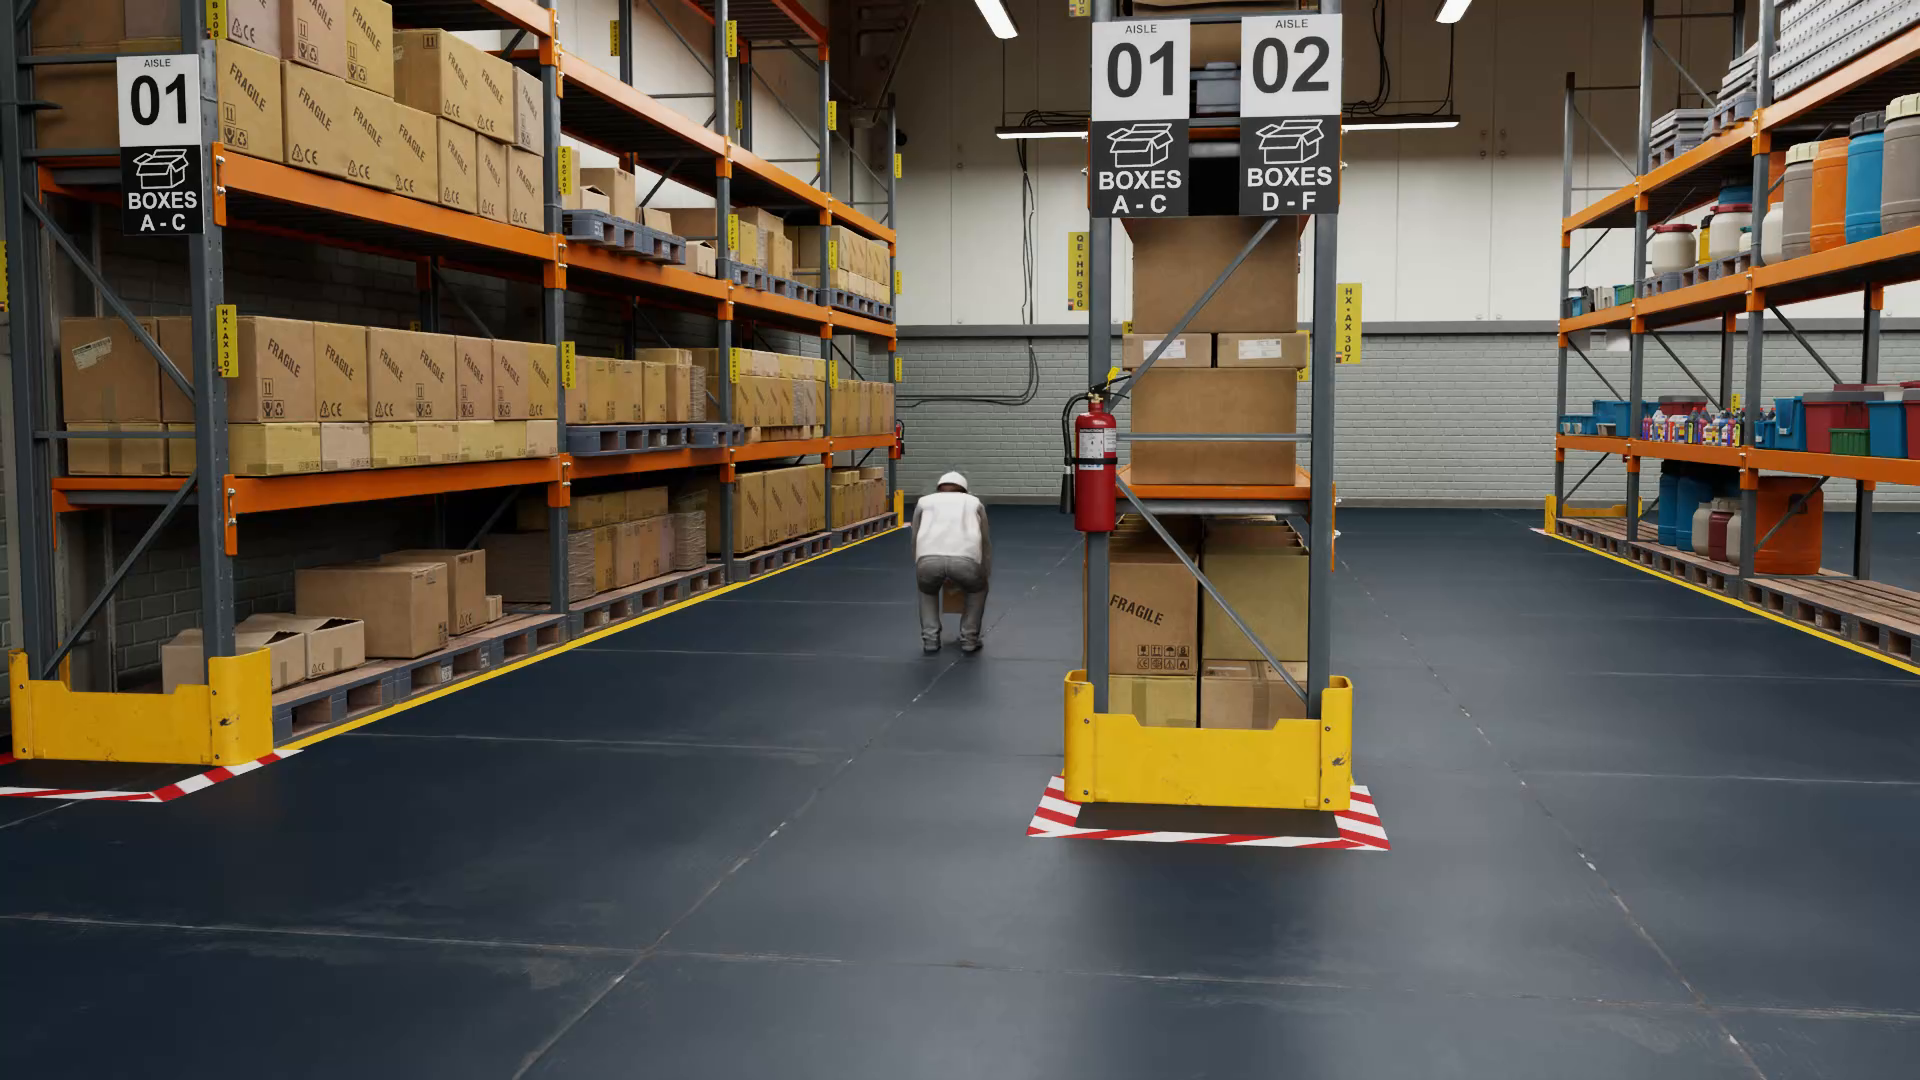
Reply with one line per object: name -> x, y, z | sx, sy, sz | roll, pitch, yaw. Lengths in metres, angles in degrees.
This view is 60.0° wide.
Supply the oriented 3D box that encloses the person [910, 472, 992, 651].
person -> -0.083, 0.140, 11.407 | 0.570, 1.196, 0.850 | 1, 4, 9
